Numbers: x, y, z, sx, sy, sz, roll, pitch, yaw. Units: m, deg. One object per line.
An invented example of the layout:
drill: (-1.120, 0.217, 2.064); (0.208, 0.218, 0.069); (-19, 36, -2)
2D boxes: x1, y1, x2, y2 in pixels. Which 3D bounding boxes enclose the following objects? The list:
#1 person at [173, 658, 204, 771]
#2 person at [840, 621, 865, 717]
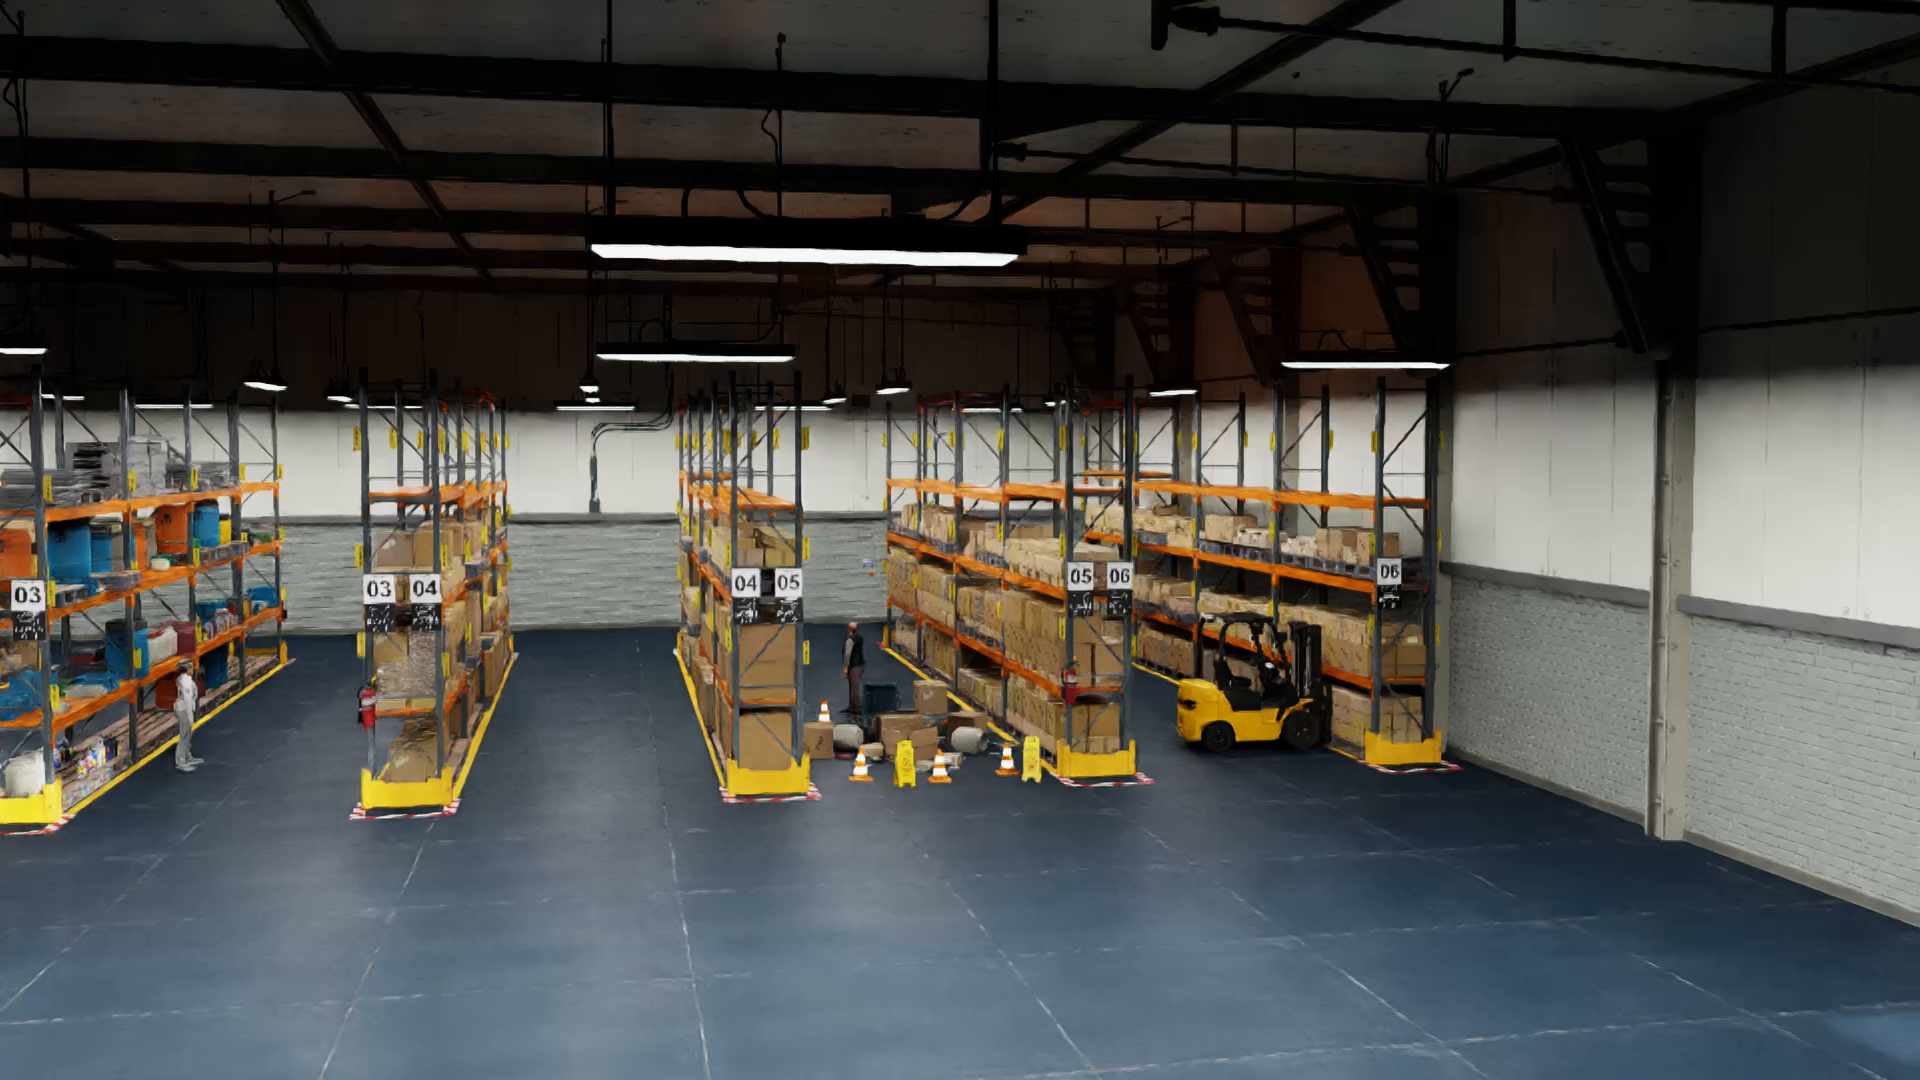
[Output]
person: (-11.769, 2.640, 25.371); (0.434, 1.682, 0.554); (-2, 4, -34)
person: (-1.964, 2.336, 30.170); (0.576, 1.709, 0.626); (1, 4, 19)
